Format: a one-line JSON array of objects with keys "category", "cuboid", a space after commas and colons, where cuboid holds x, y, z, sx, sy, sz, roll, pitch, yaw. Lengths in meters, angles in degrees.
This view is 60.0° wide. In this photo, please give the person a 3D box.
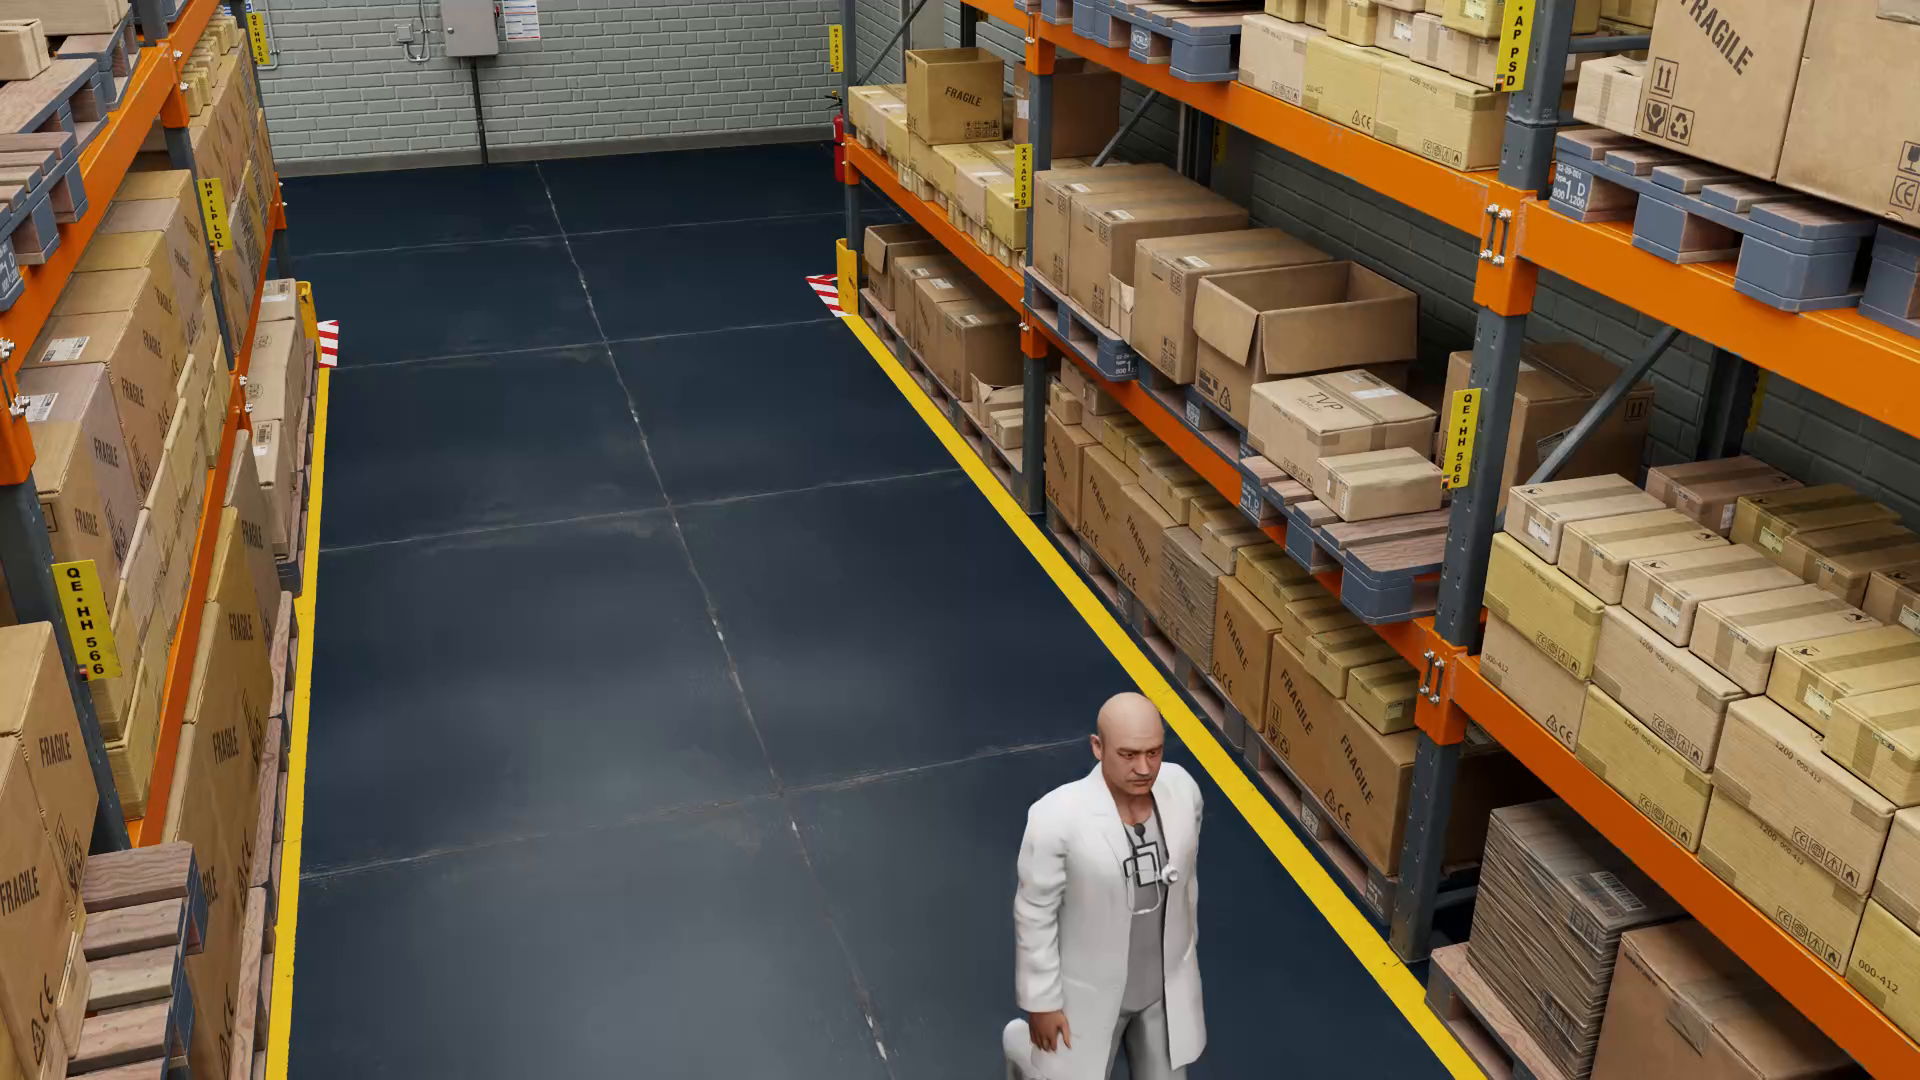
[{"category": "person", "cuboid": [0.402, 1.181, 4.665, 0.602, 1.751, 0.803, -11, 28, -21]}]
